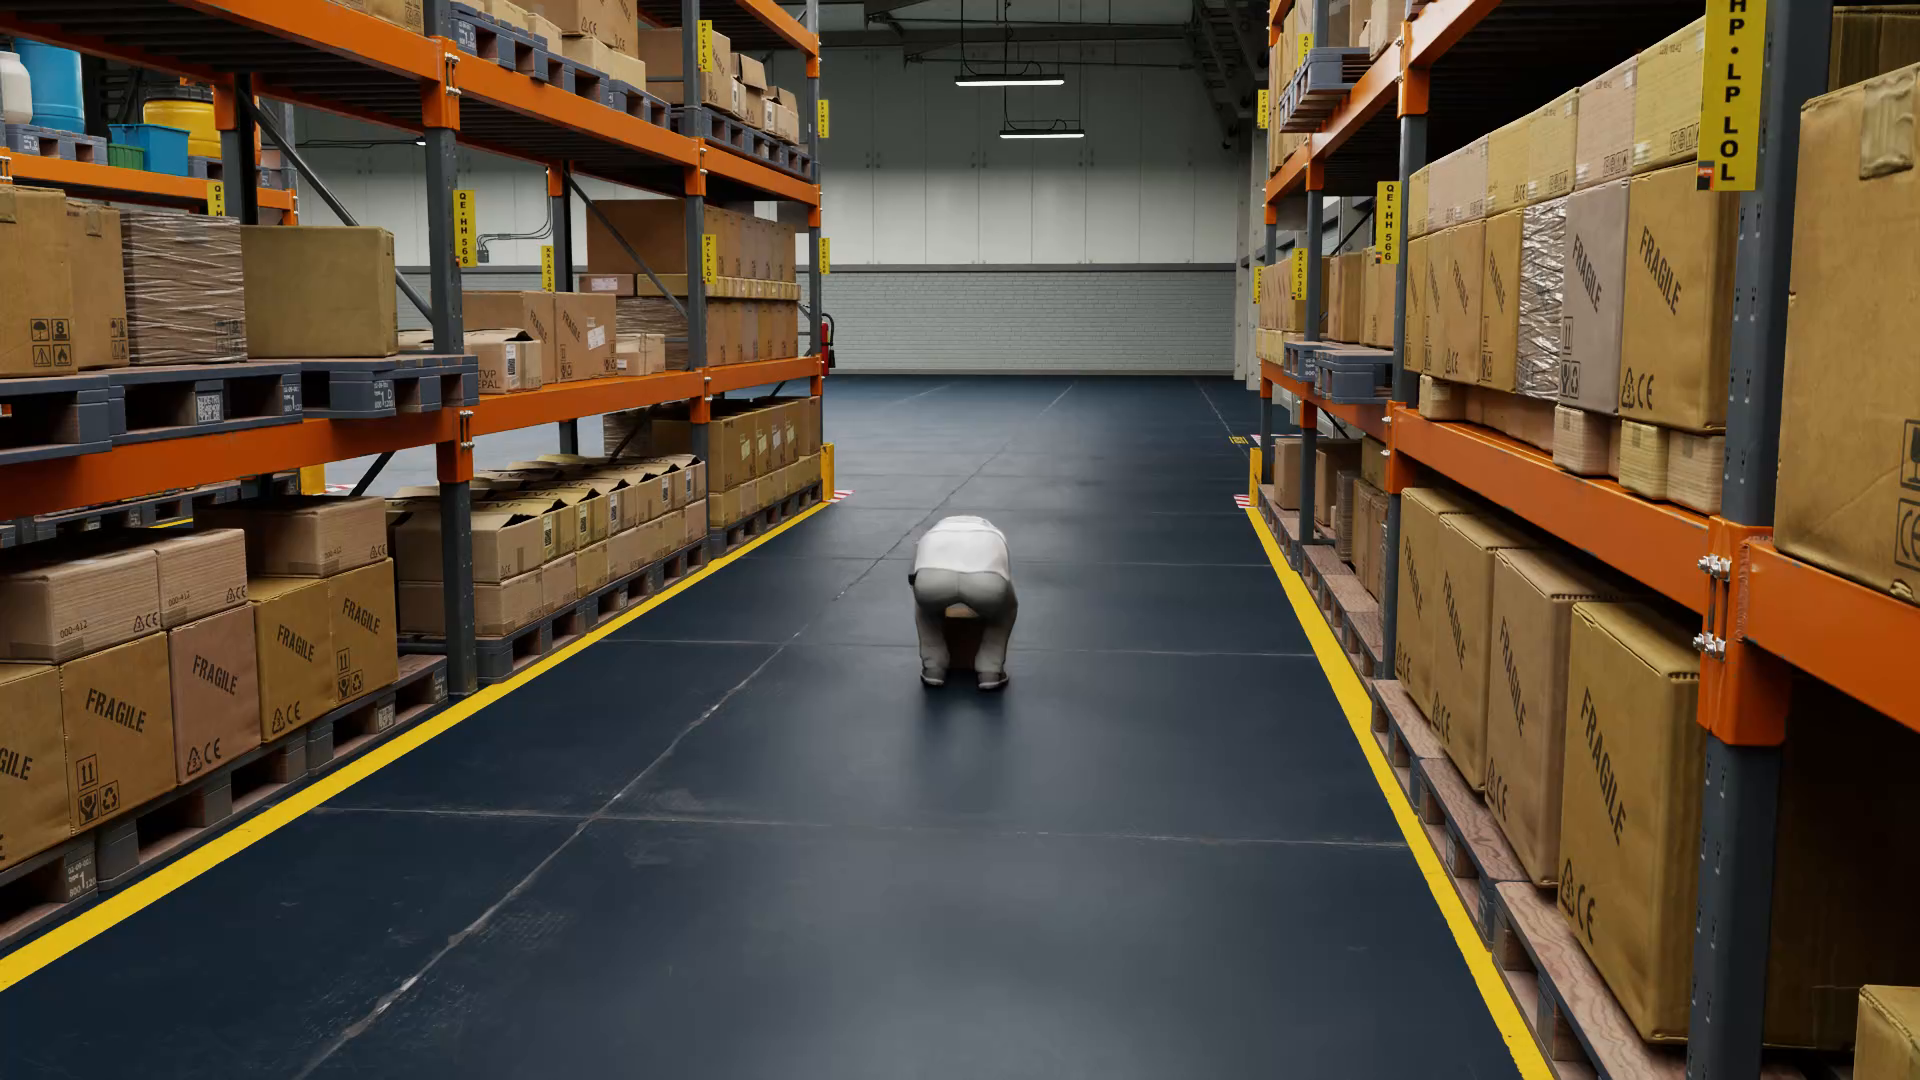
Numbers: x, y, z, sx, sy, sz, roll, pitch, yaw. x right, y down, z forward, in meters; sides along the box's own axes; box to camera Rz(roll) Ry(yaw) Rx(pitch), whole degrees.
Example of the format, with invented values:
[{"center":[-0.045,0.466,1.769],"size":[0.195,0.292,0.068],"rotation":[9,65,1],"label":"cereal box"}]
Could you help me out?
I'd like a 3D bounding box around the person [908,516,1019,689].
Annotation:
[{"center":[0.020,0.276,7.696],"size":[0.498,0.773,0.938],"rotation":[1,8,5],"label":"person"}]
